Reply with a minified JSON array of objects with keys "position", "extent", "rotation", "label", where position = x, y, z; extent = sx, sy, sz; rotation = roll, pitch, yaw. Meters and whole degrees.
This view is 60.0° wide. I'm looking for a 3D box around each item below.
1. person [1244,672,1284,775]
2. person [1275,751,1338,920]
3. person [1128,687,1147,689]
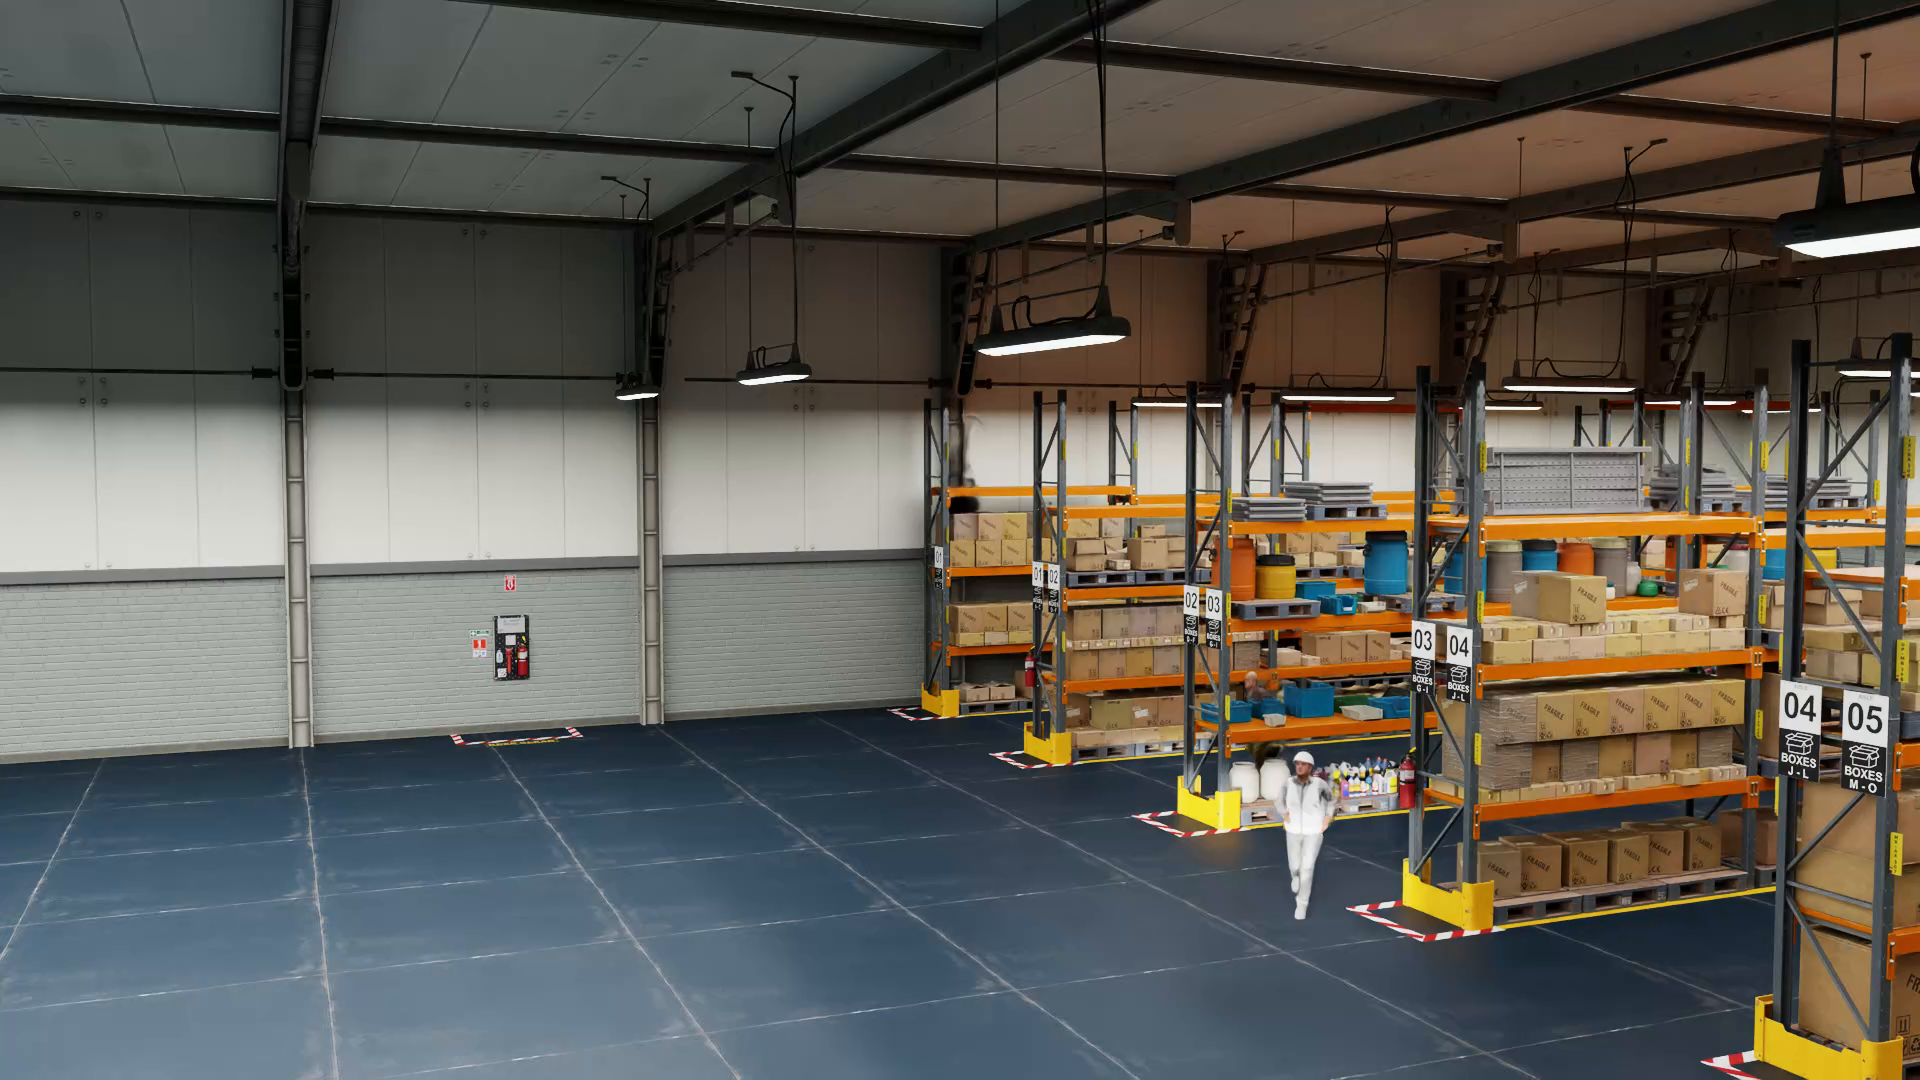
[{"position":[4.600,2.843,25.266],"extent":[0.794,1.711,0.701],"rotation":[-2,4,-27],"label":"person"},{"position":[3.818,3.207,18.367],"extent":[0.671,1.776,0.913],"rotation":[1,4,23],"label":"person"},{"position":[3.185,2.598,30.034],"extent":[0.538,1.608,0.600],"rotation":[-2,4,-28],"label":"person"}]
